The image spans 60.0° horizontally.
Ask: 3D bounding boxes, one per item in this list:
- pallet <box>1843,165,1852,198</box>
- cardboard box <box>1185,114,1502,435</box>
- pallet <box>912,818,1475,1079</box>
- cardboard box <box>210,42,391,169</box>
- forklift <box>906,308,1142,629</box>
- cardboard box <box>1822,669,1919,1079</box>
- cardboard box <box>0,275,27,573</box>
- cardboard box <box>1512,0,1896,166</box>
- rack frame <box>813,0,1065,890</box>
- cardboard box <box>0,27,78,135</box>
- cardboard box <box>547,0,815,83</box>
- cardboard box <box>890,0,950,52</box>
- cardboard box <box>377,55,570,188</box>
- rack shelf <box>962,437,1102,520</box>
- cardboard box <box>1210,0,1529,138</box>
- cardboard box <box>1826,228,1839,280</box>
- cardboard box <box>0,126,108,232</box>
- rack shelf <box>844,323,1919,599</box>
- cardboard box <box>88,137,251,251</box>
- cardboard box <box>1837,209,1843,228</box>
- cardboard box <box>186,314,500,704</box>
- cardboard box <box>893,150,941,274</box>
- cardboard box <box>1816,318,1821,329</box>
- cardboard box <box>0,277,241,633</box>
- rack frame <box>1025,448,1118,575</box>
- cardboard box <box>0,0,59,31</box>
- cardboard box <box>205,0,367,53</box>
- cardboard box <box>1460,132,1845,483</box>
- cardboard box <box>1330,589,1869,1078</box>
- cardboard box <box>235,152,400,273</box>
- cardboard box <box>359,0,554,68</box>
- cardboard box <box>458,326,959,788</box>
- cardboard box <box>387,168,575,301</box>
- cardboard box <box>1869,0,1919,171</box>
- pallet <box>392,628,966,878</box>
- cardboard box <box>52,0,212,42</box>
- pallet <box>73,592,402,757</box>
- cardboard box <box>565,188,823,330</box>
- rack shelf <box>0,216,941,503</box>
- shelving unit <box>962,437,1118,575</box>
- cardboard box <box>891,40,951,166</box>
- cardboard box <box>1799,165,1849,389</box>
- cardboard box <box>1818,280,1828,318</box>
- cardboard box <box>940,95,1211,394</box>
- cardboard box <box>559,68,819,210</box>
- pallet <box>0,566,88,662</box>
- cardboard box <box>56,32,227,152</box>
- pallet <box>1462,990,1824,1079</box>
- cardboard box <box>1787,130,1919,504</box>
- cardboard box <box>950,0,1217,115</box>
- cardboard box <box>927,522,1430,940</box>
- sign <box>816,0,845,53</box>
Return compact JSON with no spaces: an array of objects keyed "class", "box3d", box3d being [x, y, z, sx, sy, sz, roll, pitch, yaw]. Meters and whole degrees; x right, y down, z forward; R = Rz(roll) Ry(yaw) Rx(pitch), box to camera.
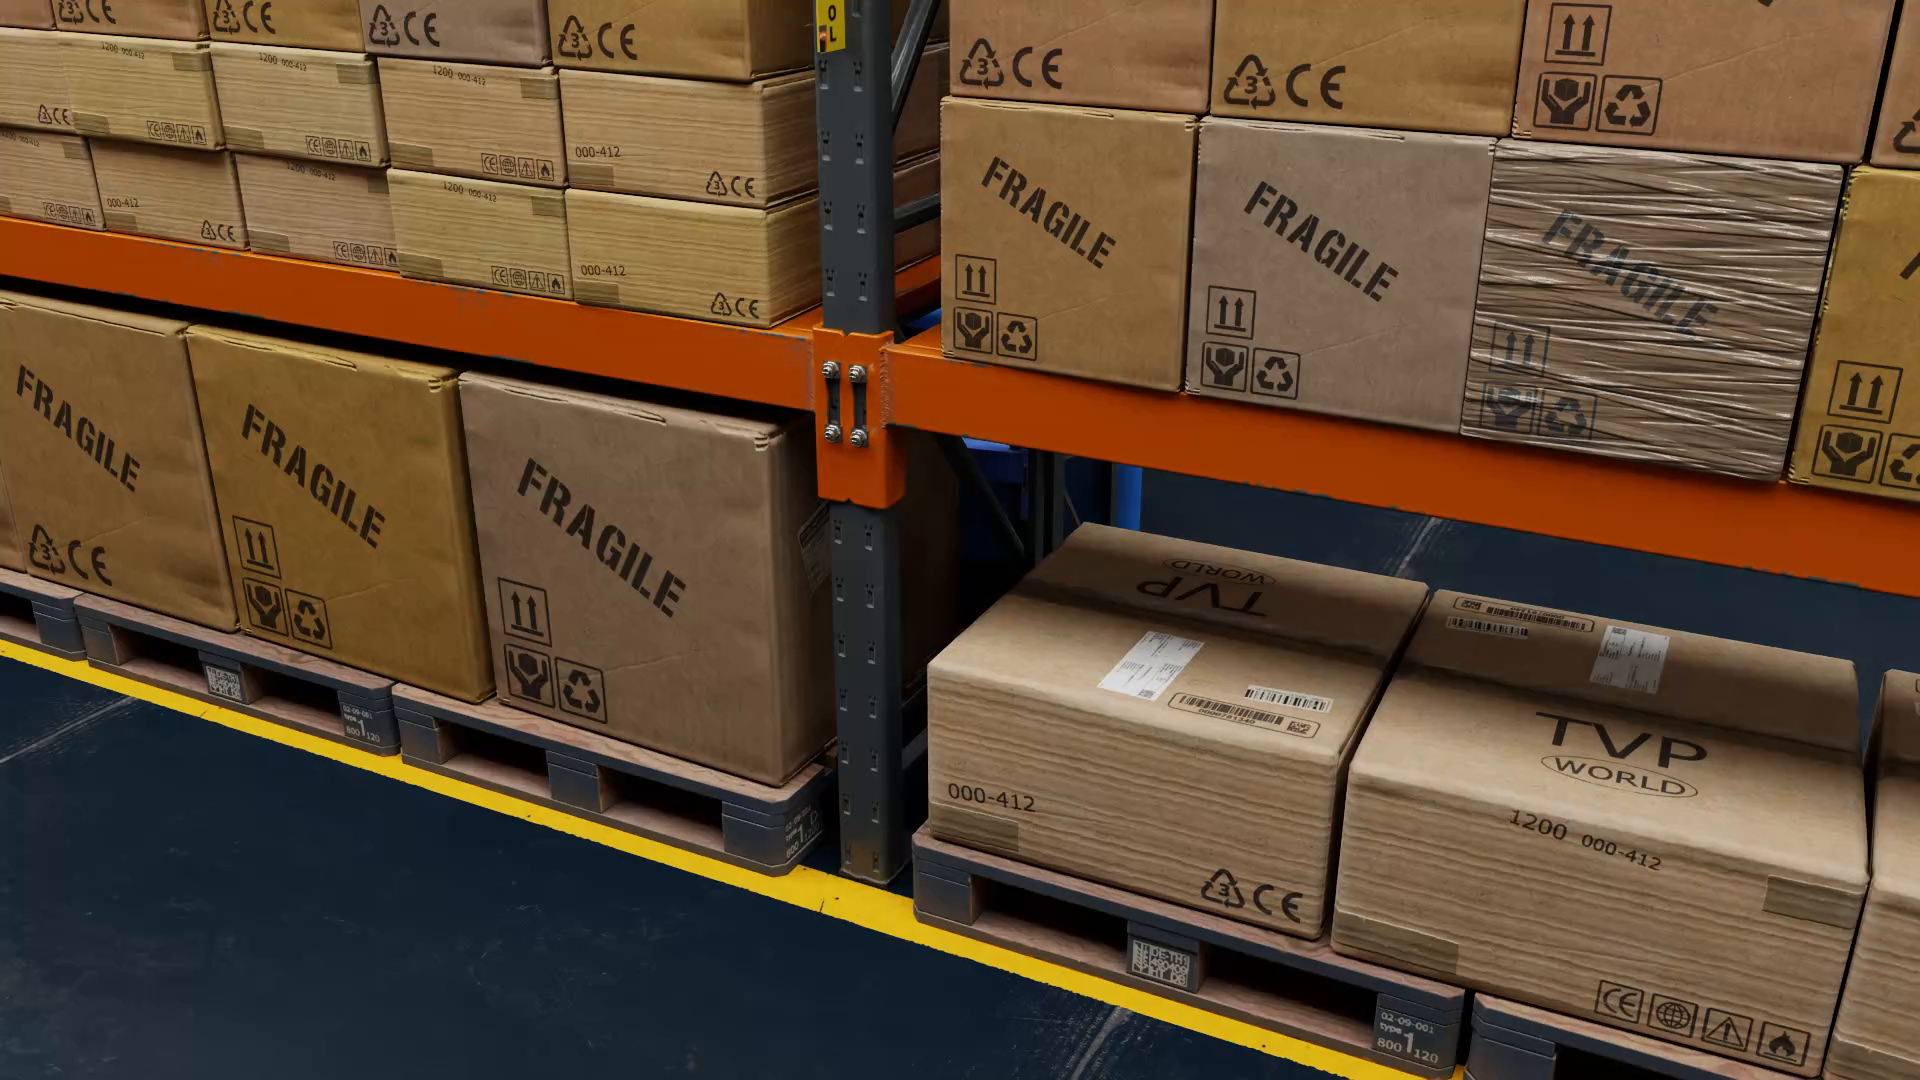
[{"class":"pallet","box3d":[6.206,-2.558,11.495,1.213,0.211,1.003,11,25,25]},{"class":"cardboard box","box3d":[0.747,-0.538,3.054,0.500,0.500,0.500,11,26,25]},{"class":"pallet","box3d":[0.642,0.688,3.862,1.213,0.211,1.003,11,25,25]},{"class":"cardboard box","box3d":[-1.419,-1.085,4.022,0.500,0.250,0.500,12,26,26]},{"class":"forklift","box3d":[-0.016,-1.595,5.756,1.130,2.935,3.031,-1,23,-1]},{"class":"cardboard box","box3d":[2.114,0.695,3.019,0.875,0.438,0.875,12,26,26]},{"class":"cardboard box","box3d":[-2.992,-0.527,5.335,0.875,0.875,0.875,11,25,24]},{"class":"cardboard box","box3d":[1.215,-0.908,2.647,0.500,0.500,0.500,12,26,26]},{"class":"rack frame","box3d":[-0.001,-0.756,3.696,0.127,3.000,1.000,11,25,25]},{"class":"cardboard box","box3d":[-2.330,-1.264,4.442,0.500,0.250,0.500,11,25,24]},{"class":"cardboard box","box3d":[-0.513,-1.254,3.460,0.500,0.500,0.500,12,26,26]},{"class":"cardboard box","box3d":[-0.264,-1.441,3.899,0.500,0.500,0.500,12,26,25]},{"class":"cardboard box","box3d":[-0.954,-0.996,3.812,0.500,0.250,0.500,12,26,26]},{"class":"rack shelf","box3d":[-0.130,-0.247,4.757,1.000,0.185,0.538,8,14,29]},{"class":"cardboard box","box3d":[0.762,-1.003,2.869,0.500,0.500,0.500,11,25,24]},{"class":"cardboard box","box3d":[3.739,-1.240,7.179,0.250,0.149,0.380,11,26,25]},{"class":"cardboard box","box3d":[-2.316,-1.040,4.555,0.500,0.250,0.500,12,26,26]},{"class":"rack shelf","box3d":[1.784,-0.072,3.006,4.000,0.370,1.077,11,25,25]},{"class":"cardboard box","box3d":[-1.874,-0.954,4.353,0.500,0.250,0.500,11,25,25]},{"class":"cardboard box","box3d":[3.947,-1.400,7.554,0.250,0.149,0.380,11,26,25]},{"class":"cardboard box","box3d":[-1.400,-0.210,4.590,0.875,0.875,0.875,12,26,26]},{"class":"cardboard box","box3d":[-0.275,-0.857,4.125,0.500,0.250,0.500,11,25,23]},{"class":"cardboard box","box3d":[3.767,-0.973,7.312,0.250,0.149,0.380,12,26,26]},{"class":"cardboard box","box3d":[-2.198,-0.368,4.962,0.875,0.875,0.875,12,26,25]},{"class":"rack frame","box3d":[0.311,-0.364,4.469,0.032,1.500,0.500,8,14,29]},{"class":"cardboard box","box3d":[-2.339,-1.615,4.310,0.500,0.500,0.500,12,26,26]},{"class":"cardboard box","box3d":[-1.422,-1.439,3.895,0.500,0.500,0.500,12,26,26]},{"class":"cardboard box","box3d":[1.188,-0.448,2.842,0.500,0.500,0.500,11,26,25]},{"class":"cardboard box","box3d":[1.310,0.536,3.395,0.875,0.438,0.875,10,25,23]},{"class":"cardboard box","box3d":[-1.411,-0.865,4.142,0.500,0.250,0.500,10,25,23]},{"class":"cardboard box","box3d":[-0.978,-1.343,3.669,0.500,0.500,0.500,12,26,26]},{"class":"cardboard box","box3d":[-0.591,-0.053,4.221,0.875,0.875,0.875,12,26,26]},{"class":"cardboard box","box3d":[-0.969,-0.769,3.917,0.500,0.250,0.500,11,25,24]},{"class":"cardboard box","box3d":[1.663,-0.818,2.436,0.500,0.500,0.500,11,25,24]},{"class":"pallet","box3d":[-0.724,0.417,4.500,1.213,0.211,1.003,11,25,25]},{"class":"cardboard box","box3d":[-1.890,-1.525,4.098,0.500,0.500,0.500,12,26,25]},{"class":"pallet","box3d":[-1.817,0.202,5.006,1.213,0.211,1.003,11,25,25]},{"class":"cardboard box","box3d":[-0.515,-0.679,3.705,0.500,0.250,0.500,11,25,23]},{"class":"rack shelf","box3d":[-1.786,-0.779,4.667,4.000,0.370,1.077,11,25,25]},{"class":"shelving unit","box3d":[-0.129,-0.423,4.717,1.048,1.500,0.538,8,14,29]},{"class":"cardboard box","box3d":[-0.267,-1.094,4.042,0.500,0.250,0.500,10,25,23]},{"class":"cardboard box","box3d":[1.445,-0.637,3.288,0.500,0.500,0.500,11,25,24]},{"class":"cardboard box","box3d":[3.701,-1.077,7.176,0.250,0.149,0.380,11,26,25]},{"class":"cardboard box","box3d":[0.300,-0.628,3.266,0.500,0.500,0.500,12,26,26]},{"class":"cardboard box","box3d":[-0.504,-0.910,3.611,0.500,0.250,0.500,11,25,24]},{"class":"pallet","box3d":[-2.901,-0.014,5.513,1.213,0.211,1.003,11,25,25]},{"class":"cardboard box","box3d":[-1.883,-1.170,4.221,0.500,0.250,0.500,12,26,25]},{"class":"pallet","box3d":[1.735,0.903,3.356,1.213,0.211,1.003,11,25,25]},{"class":"cardboard box","box3d":[1.647,-0.357,2.628,0.500,0.500,0.500,12,26,26]},{"class":"cardboard box","box3d":[0.315,-1.094,3.084,0.500,0.500,0.500,11,26,25]},{"class":"cardboard box","box3d":[0.511,0.378,3.766,0.875,0.438,0.875,11,25,24]},{"class":"sign","box3d":[-0.237,-1.062,3.035,0.005,0.325,0.100,11,25,25]}]
